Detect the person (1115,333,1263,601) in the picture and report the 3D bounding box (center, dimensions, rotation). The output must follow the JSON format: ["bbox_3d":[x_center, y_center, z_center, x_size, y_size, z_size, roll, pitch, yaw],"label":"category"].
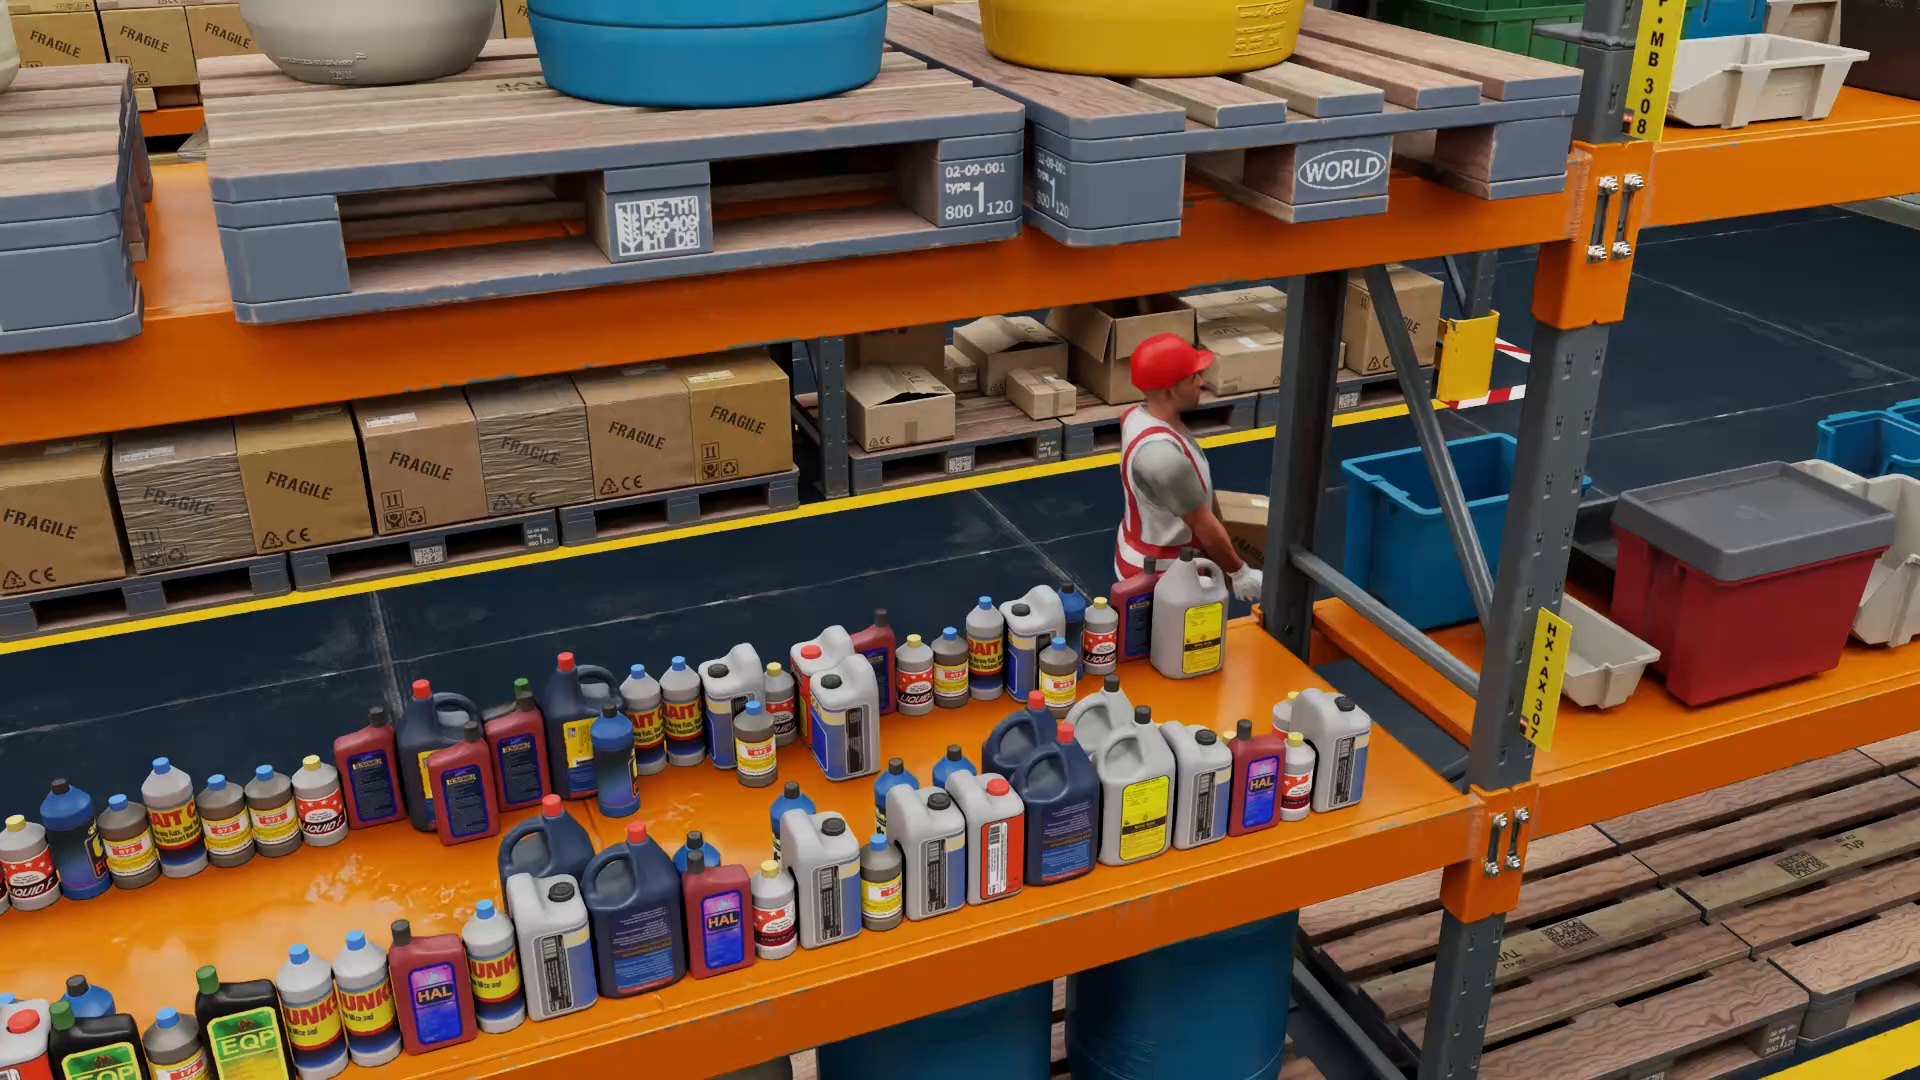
[{"bbox_3d":[0.813,0.138,5.798,0.550,1.786,0.495,1,26,1],"label":"person"}]
